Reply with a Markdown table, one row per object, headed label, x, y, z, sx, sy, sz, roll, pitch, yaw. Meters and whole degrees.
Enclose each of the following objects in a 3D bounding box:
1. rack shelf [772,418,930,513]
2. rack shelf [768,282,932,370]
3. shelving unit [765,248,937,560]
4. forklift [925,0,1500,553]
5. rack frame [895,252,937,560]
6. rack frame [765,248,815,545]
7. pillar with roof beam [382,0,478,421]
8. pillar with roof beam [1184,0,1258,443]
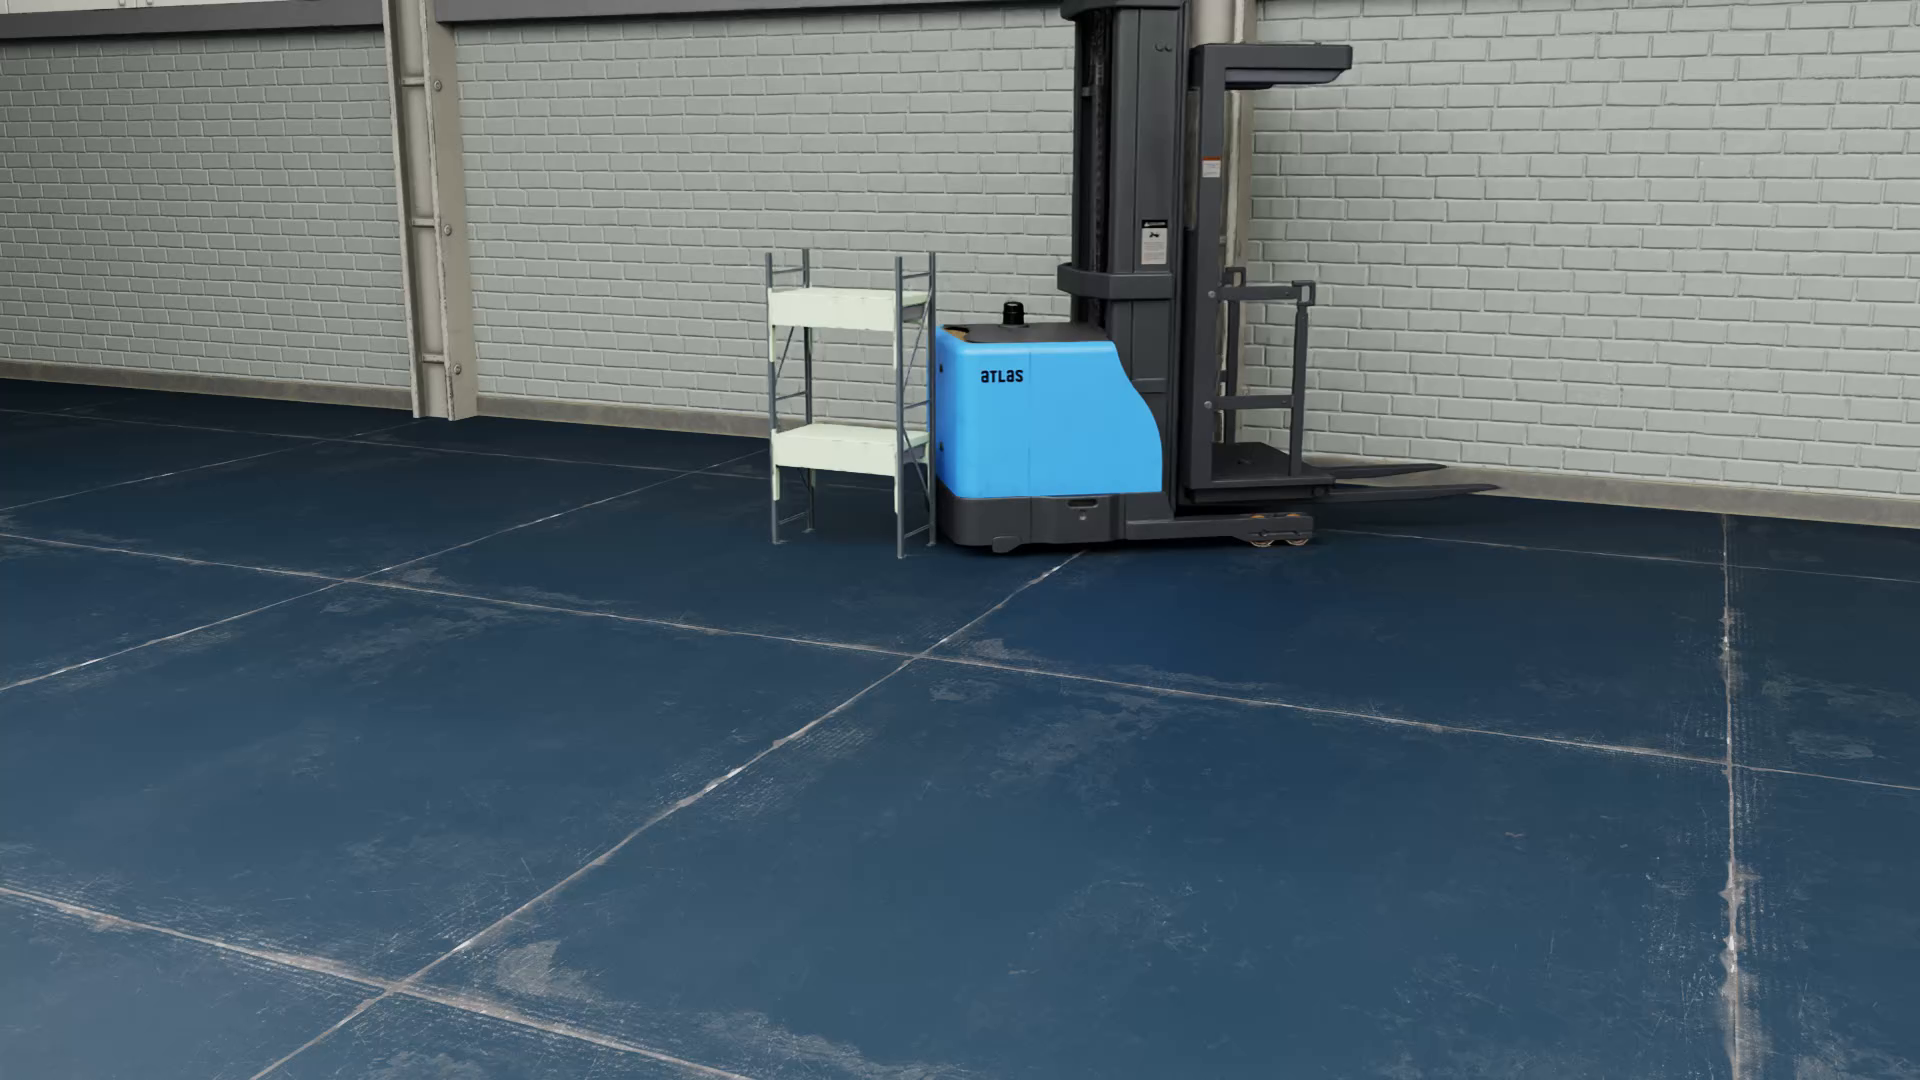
| label | x | y | z | sx | sy | sz | roll | pitch | yaw |
| --- | --- | --- | --- | --- | --- | --- | --- | --- | --- |
| rack shelf | -0.549 | -0.392 | 8.569 | 0.720 | 0.370 | 0.431 | 6 | 15 | 25 |
| rack shelf | -0.549 | -1.089 | 8.406 | 0.720 | 0.370 | 0.431 | 6 | 15 | 25 |
| shelving unit | -0.549 | -0.709 | 8.495 | 0.755 | 1.500 | 0.431 | 6 | 15 | 25 |
| forklift | 1.373 | -1.505 | 8.751 | 3.031 | 2.935 | 1.130 | -2 | 13 | -11 |
| rack frame | -0.218 | -0.674 | 8.342 | 0.023 | 1.500 | 0.400 | 6 | 15 | 25 |
| rack frame | -0.880 | -0.745 | 8.647 | 0.023 | 1.500 | 0.400 | 6 | 15 | 25 |
| pillar with roof beam | -5.705 | -4.438 | 7.971 | 0.400 | 9.000 | 9.100 | 6 | 14 | 23 |
| pillar with roof beam | -0.219 | -3.883 | 5.605 | 0.400 | 9.000 | 9.100 | 6 | 14 | 23 |
